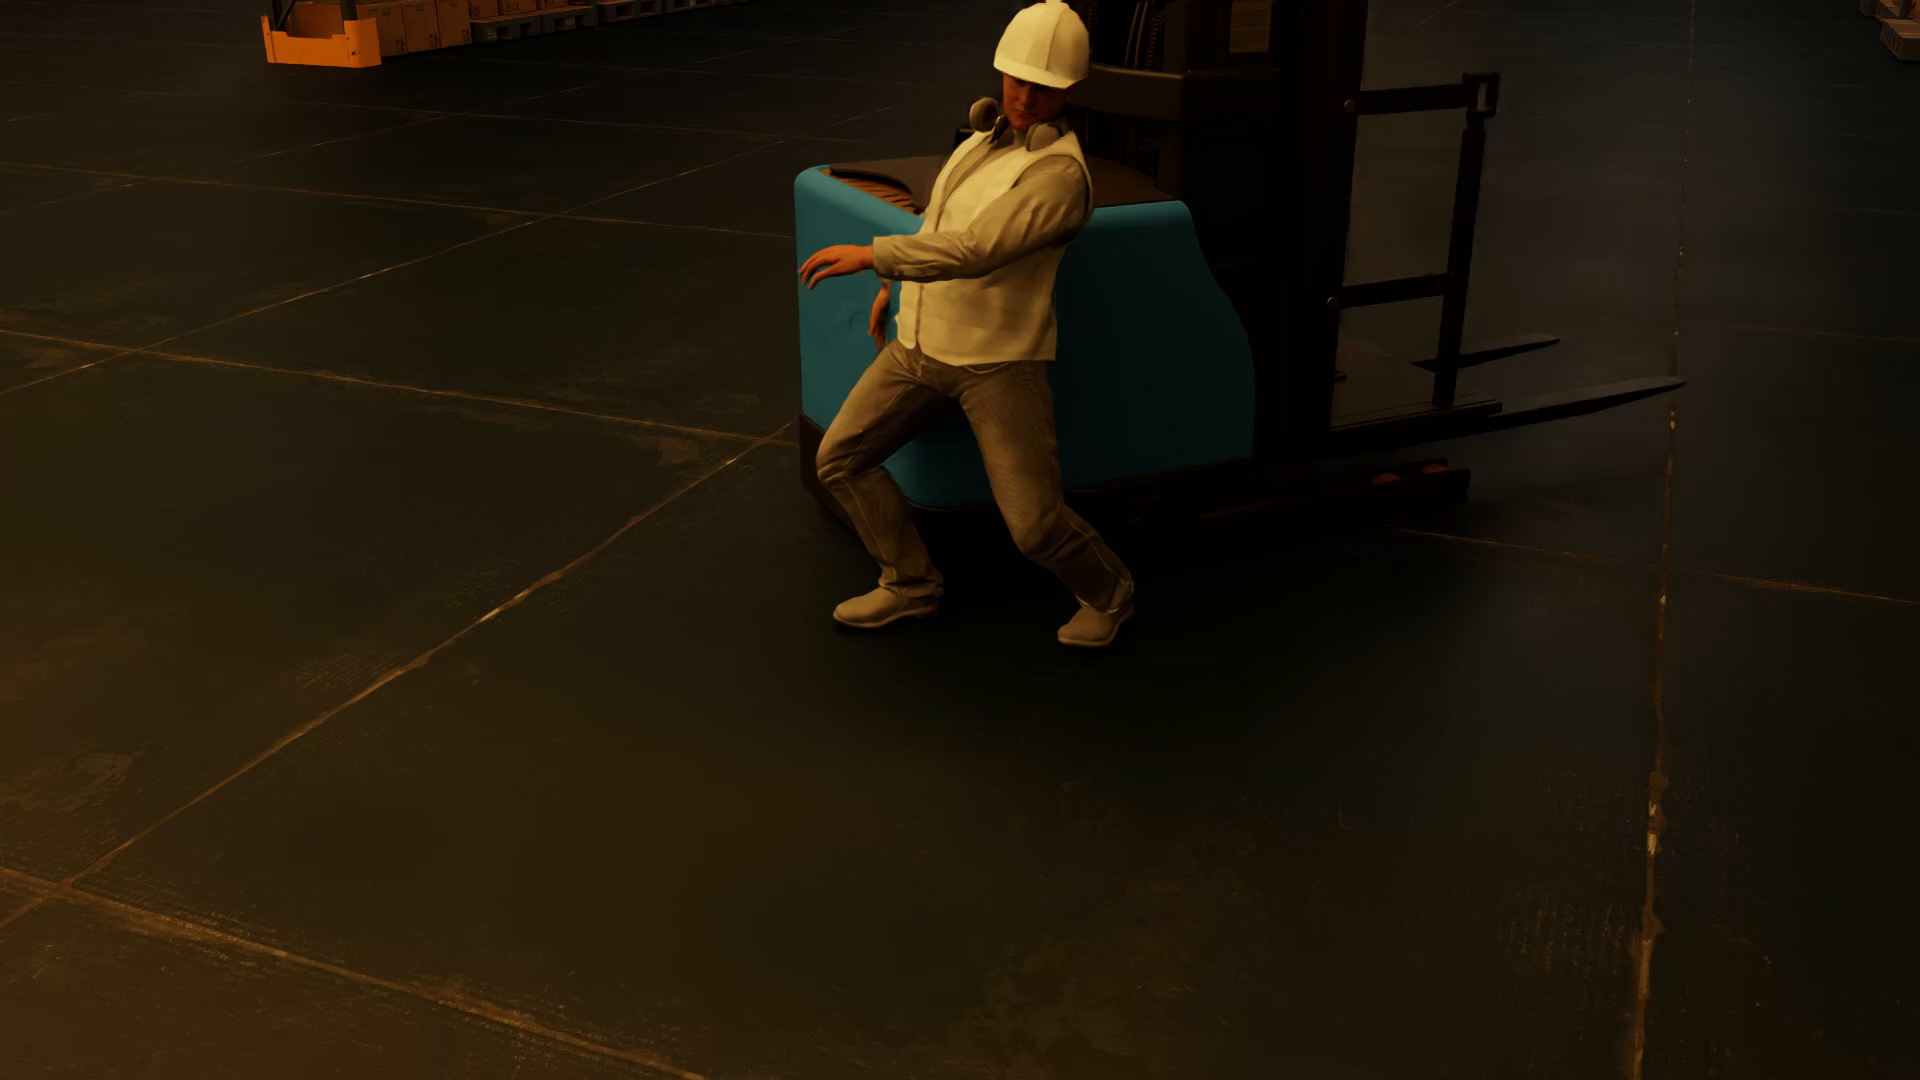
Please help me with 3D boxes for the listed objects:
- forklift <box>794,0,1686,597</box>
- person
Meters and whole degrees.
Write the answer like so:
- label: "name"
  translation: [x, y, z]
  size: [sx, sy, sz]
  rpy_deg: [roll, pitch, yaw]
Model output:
- label: "forklift"
  translation: [1.045, -1.566, 5.038]
  size: [3.031, 2.935, 1.130]
  rpy_deg: [-10, 25, -23]
- label: "person"
  translation: [-0.032, -0.510, 4.184]
  size: [0.840, 1.629, 0.781]
  rpy_deg: [-16, 28, -34]
